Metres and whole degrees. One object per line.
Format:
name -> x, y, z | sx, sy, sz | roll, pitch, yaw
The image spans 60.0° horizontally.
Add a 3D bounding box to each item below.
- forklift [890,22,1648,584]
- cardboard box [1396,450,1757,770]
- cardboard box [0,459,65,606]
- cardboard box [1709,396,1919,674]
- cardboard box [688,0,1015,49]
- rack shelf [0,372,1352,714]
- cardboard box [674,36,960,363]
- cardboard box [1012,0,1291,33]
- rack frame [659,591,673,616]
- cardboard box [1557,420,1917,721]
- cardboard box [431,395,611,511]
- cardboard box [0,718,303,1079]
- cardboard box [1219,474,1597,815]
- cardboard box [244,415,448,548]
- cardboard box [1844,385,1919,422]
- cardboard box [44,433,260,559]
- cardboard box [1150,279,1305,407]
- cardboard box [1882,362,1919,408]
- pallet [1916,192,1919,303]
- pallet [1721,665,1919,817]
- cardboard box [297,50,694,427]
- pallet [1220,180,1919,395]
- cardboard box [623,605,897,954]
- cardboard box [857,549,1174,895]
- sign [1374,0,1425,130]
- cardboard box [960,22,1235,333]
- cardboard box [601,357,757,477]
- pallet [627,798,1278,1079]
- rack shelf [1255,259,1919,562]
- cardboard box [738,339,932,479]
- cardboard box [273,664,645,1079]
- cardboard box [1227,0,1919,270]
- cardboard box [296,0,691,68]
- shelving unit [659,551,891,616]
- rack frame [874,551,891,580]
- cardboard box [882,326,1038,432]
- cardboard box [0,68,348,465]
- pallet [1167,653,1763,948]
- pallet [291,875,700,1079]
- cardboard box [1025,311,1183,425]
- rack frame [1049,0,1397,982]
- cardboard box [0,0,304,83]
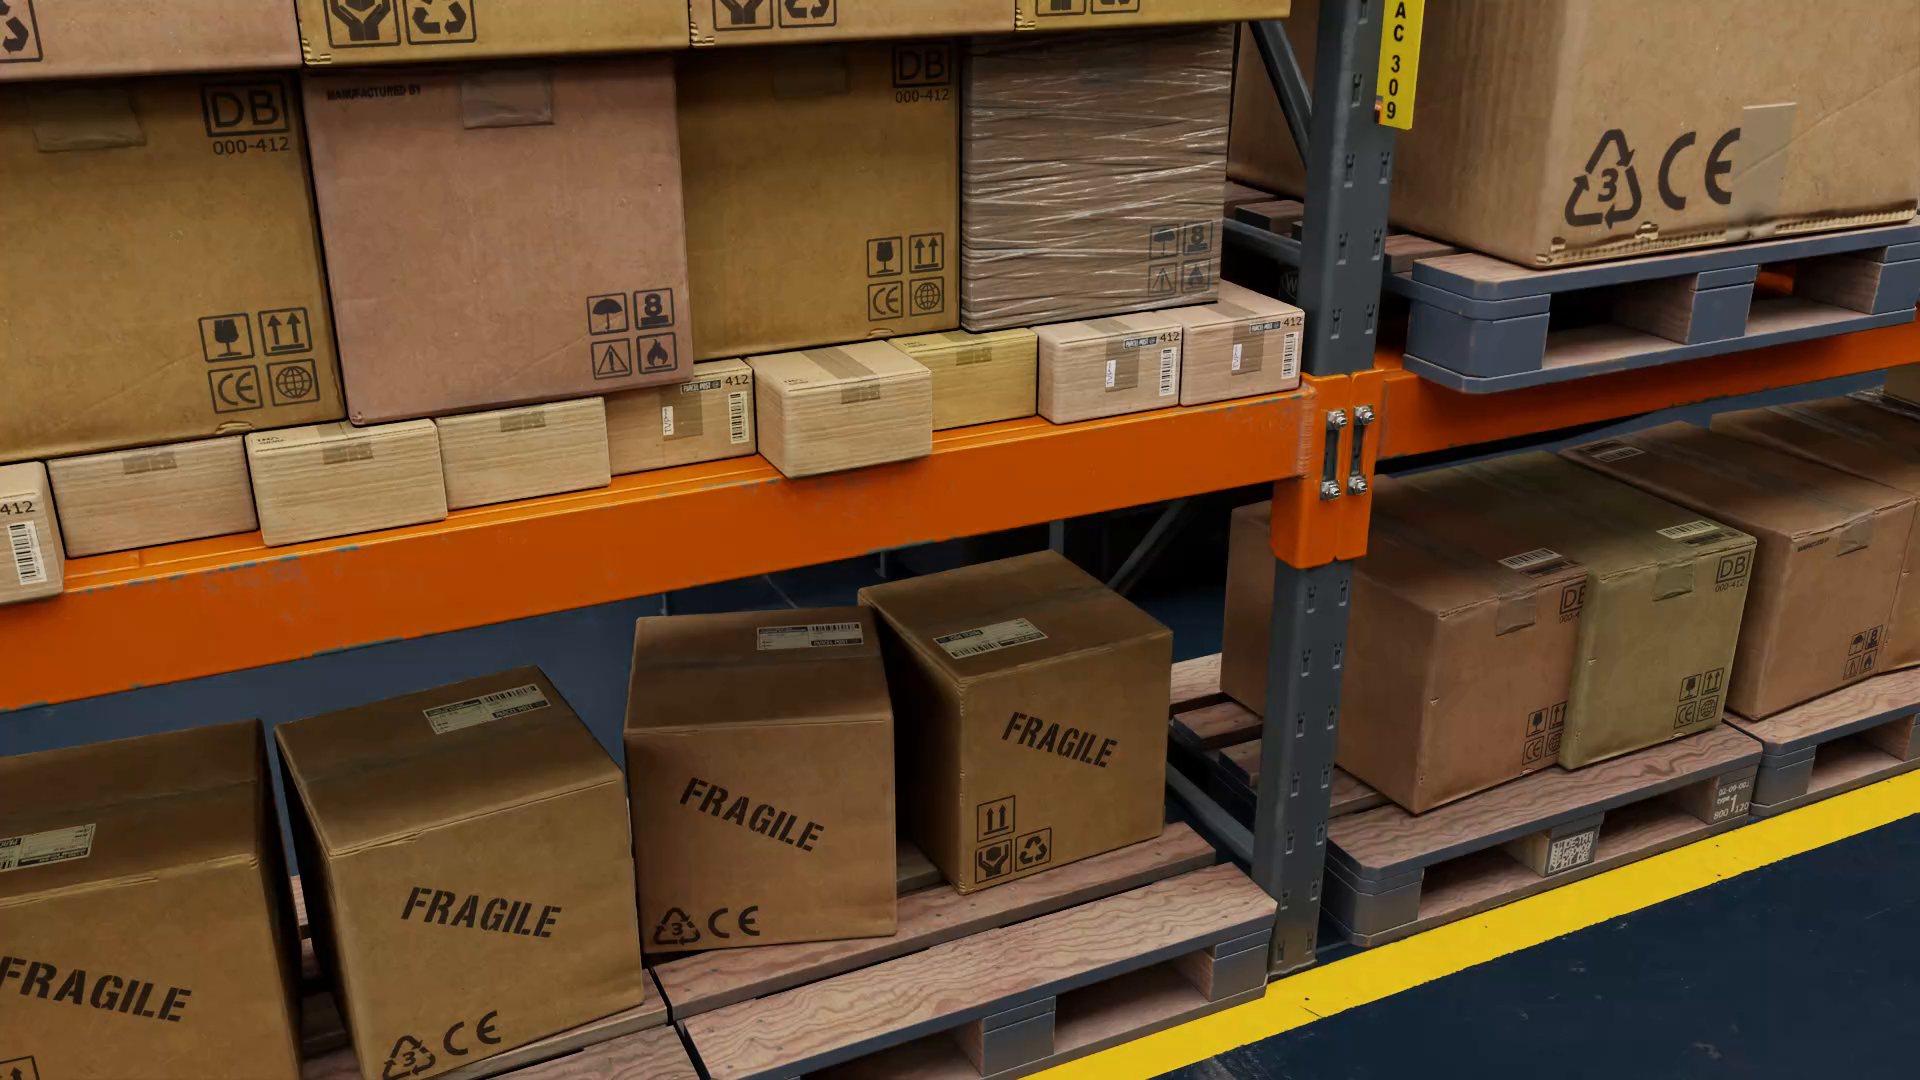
forklift -> 1.130, -1.502, 5.547 | 3.031, 2.935, 1.130 | -11, 25, -24
cardboard box -> 1.488, 0.147, 4.165 | 0.500, 0.500, 0.700 | -11, 25, -24
cardboard box -> -1.363, -0.038, 2.249 | 0.250, 0.149, 0.380 | -10, 25, -24
cardboard box -> 2.494, -0.038, 4.613 | 0.500, 0.500, 0.700 | -8, 24, -19
cardboard box -> -0.249, -1.030, 2.489 | 0.500, 0.500, 0.500 | -10, 25, -24
rack shelf -> -1.315, 0.027, 2.703 | 4.000, 0.370, 1.077 | -10, 25, -24
cardboard box -> -0.411, -0.697, 2.991 | 0.500, 0.500, 0.875 | -10, 25, -24
cardboard box -> 0.201, -1.113, 2.691 | 0.500, 0.500, 0.500 | -10, 25, -24
rack frame -> -0.982, -0.510, 5.020 | 0.023, 1.500, 0.400 | -11, 25, -24
cardboard box -> 1.992, 0.055, 4.389 | 0.500, 0.500, 0.700 | -13, 26, -28
cardboard box -> -0.727, -0.194, 2.625 | 0.250, 0.149, 0.380 | -10, 25, -24
cardboard box -> -1.451, 0.681, 2.902 | 0.500, 0.500, 0.500 | -8, 24, -19
cardboard box -> 1.050, 0.220, 3.989 | 0.500, 0.500, 0.700 | -13, 26, -28
cardboard box -> -0.937, -0.140, 2.496 | 0.250, 0.149, 0.380 | -10, 25, -24
cardboard box -> 3.002, -0.135, 4.846 | 0.500, 0.500, 0.700 | -13, 26, -28
cardboard box -> -1.195, -0.125, 2.459 | 0.250, 0.149, 0.380 | -10, 25, -24
cardboard box -> 0.421, -0.384, 3.084 | 0.250, 0.149, 0.380 | -10, 25, -24
cardboard box -> 3.027, -0.482, 4.706 | 0.500, 0.250, 0.500 | -8, 24, -18
pallet -> 2.326, -0.870, 4.180 | 1.213, 0.211, 1.003 | -10, 25, -24
pallet -> 2.289, 0.318, 4.706 | 1.213, 0.211, 1.003 | -10, 25, -24
cardboard box -> -0.818, -0.579, 2.707 | 0.500, 0.500, 0.875 | -10, 25, -24
pallet -> 1.239, -0.625, 3.589 | 1.213, 0.211, 1.003 | -10, 25, -24
cardboard box -> -0.403, 0.474, 3.402 | 0.500, 0.500, 0.500 | -3, 23, -7
cardboard box -> 0.110, 0.376, 3.638 | 0.500, 0.500, 0.500 | -11, 25, -25
sign -> 0.730, -0.851, 2.753 | 0.005, 0.325, 0.100 | -10, 25, -24
cardboard box -> 0.055, -0.767, 3.162 | 0.500, 0.500, 0.875 | -10, 25, -24
cardboard box -> -0.519, -0.249, 2.759 | 0.250, 0.149, 0.380 | -10, 25, -24
pallet -> -0.102, 0.775, 3.602 | 1.213, 0.211, 1.003 | -10, 25, -24
rack shelf -> 2.289, -0.637, 4.306 | 4.000, 0.370, 1.077 | -10, 25, -24
cardboard box -> -0.237, -0.245, 2.749 | 0.250, 0.149, 0.380 | -10, 25, -24
cardboard box -> -0.929, 0.604, 3.088 | 0.500, 0.500, 0.500 | -13, 26, -28
cardboard box -> 1.264, -1.192, 3.374 | 1.000, 1.000, 1.000 | -10, 25, -23
cardboard box -> -0.700, -0.947, 2.290 | 0.500, 0.500, 0.500 | -10, 25, -24
shelving unit -> -0.653, -0.571, 5.168 | 0.755, 1.500, 0.431 | -11, 25, -24
rack frame -> -0.324, -0.632, 5.317 | 0.023, 1.500, 0.400 | -11, 25, -24
cardboard box -> -0.060, -0.325, 2.942 | 0.250, 0.149, 0.380 | -10, 25, -24
cardboard box -> -1.286, -0.510, 2.541 | 0.500, 0.500, 0.875 | -10, 25, -24
pallet -> 1.188, 0.522, 4.214 | 1.213, 0.211, 1.003 | -10, 25, -24
pallet -> -1.203, 0.979, 3.110 | 1.213, 0.211, 1.003 | -10, 25, -24
cardboard box -> 0.192, -0.346, 2.992 | 0.250, 0.149, 0.380 | -10, 25, -24
rack frame -> 0.487, -0.637, 3.367 | 0.127, 3.000, 1.000 | -10, 25, -24
cardboard box -> -1.152, -0.866, 2.092 | 0.500, 0.500, 0.500 | -10, 25, -24
